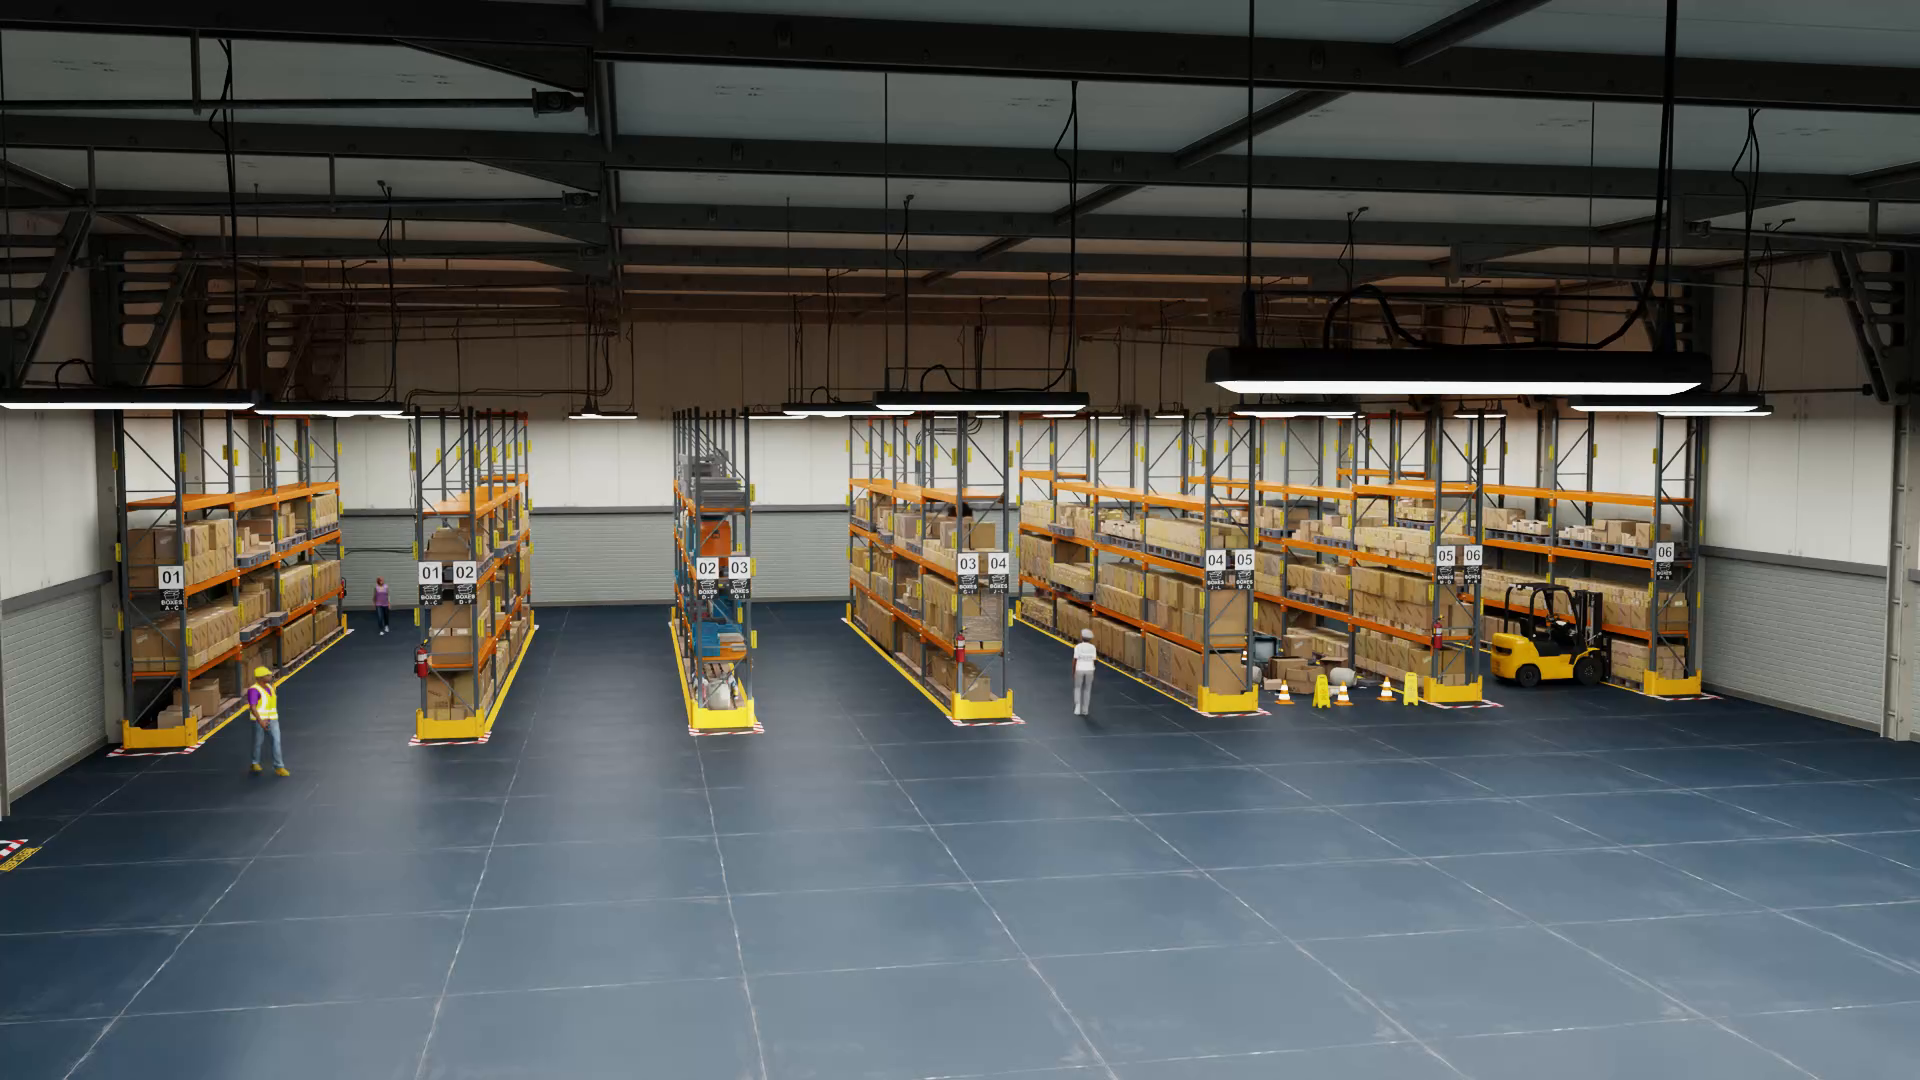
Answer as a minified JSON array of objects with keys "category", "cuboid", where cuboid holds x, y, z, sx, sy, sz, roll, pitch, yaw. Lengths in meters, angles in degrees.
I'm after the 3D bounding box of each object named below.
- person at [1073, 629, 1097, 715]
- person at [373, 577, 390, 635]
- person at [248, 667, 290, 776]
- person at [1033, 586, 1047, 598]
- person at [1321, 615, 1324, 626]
[{"category":"person","cuboid":[2.430,2.564,32.330,0.454,1.689,0.450,1,4,12]},{"category":"person","cuboid":[-15.535,1.754,44.644,0.448,1.560,0.699,-1,4,-18]},{"category":"person","cuboid":[-11.277,2.927,26.943,0.921,1.737,0.502,4,6,44]},{"category":"person","cuboid":[2.513,1.355,49.887,0.926,1.625,0.552,-1,4,-11]},{"category":"person","cuboid":[10.057,1.553,46.863,0.516,1.696,0.630,0,4,-4]}]
